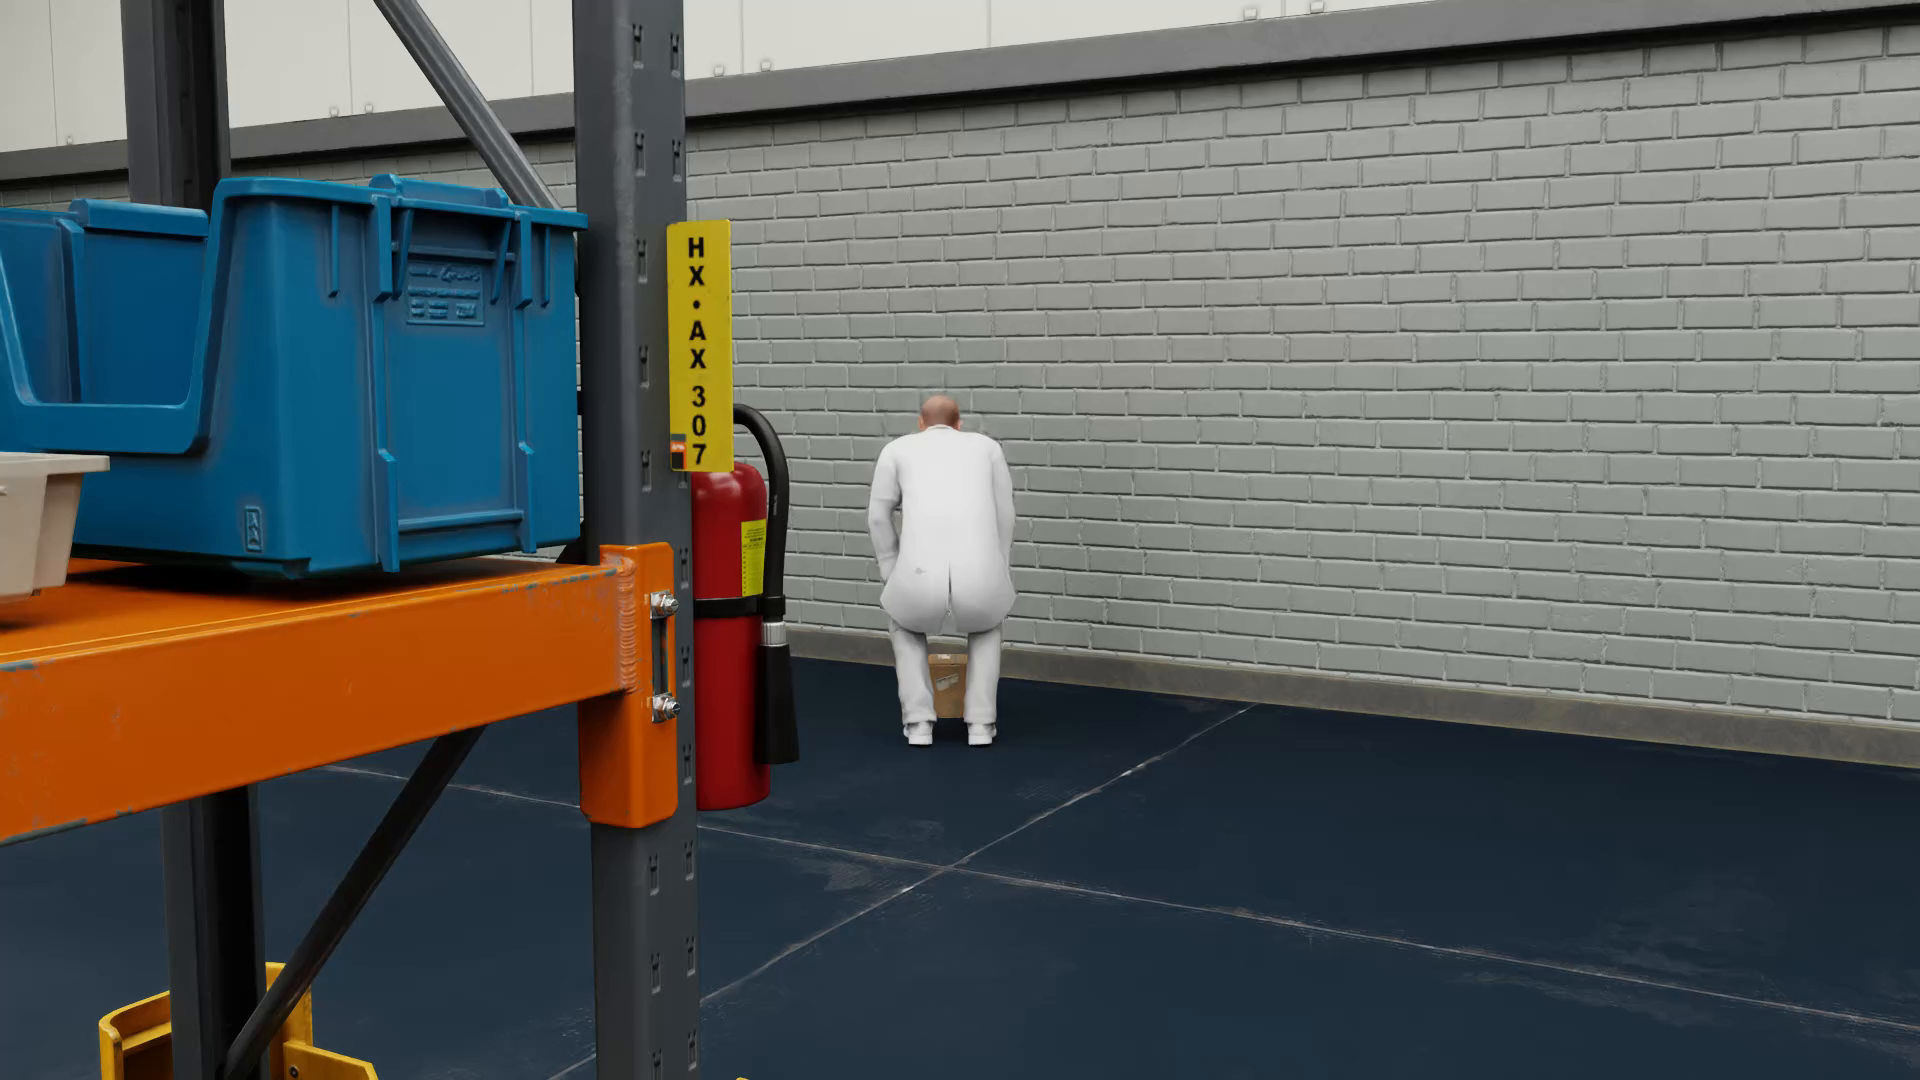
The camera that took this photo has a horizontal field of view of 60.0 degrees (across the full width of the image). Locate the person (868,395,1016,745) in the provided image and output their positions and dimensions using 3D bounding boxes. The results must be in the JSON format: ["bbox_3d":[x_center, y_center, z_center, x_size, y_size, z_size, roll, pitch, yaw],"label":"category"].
[{"bbox_3d":[-0.078,0.119,7.025,0.631,1.453,0.701,0,6,0],"label":"person"}]
